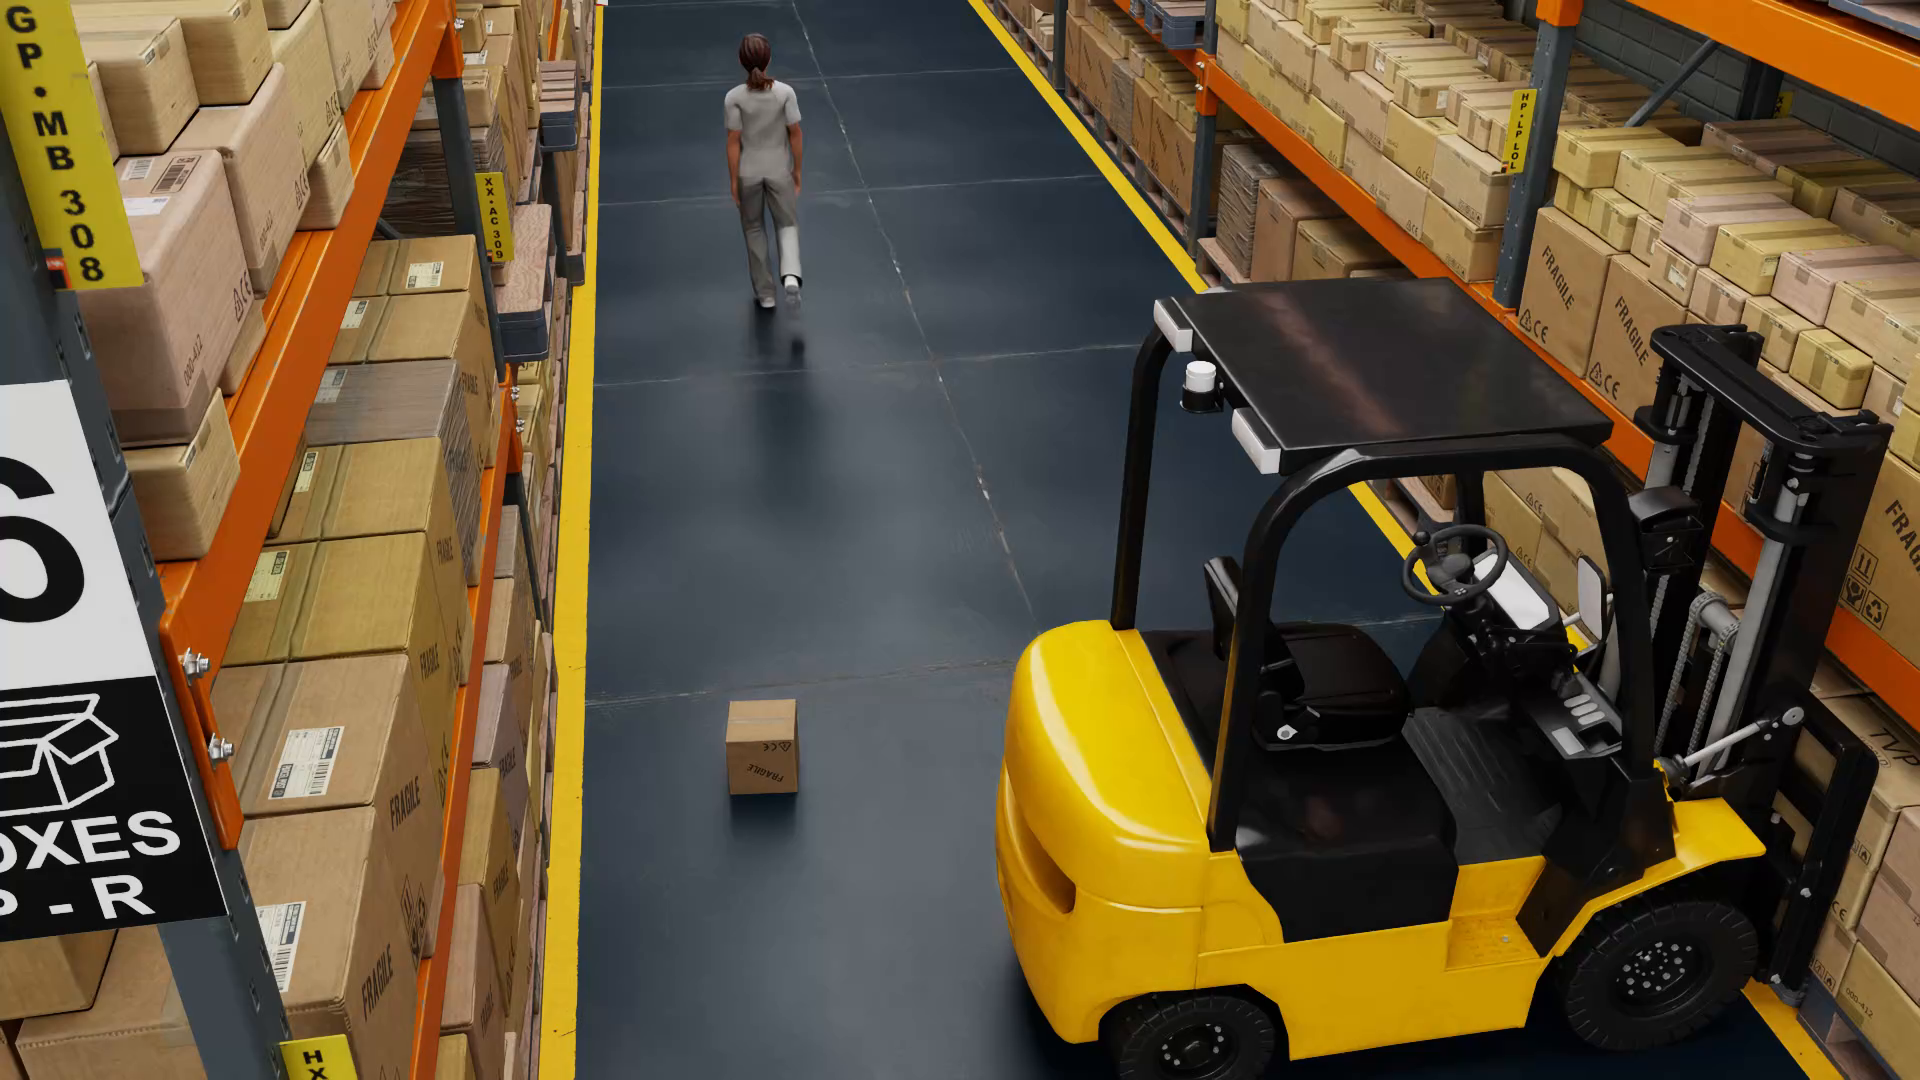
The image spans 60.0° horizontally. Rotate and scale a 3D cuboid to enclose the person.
[{"bbox_3d":[-1.118,-2.089,9.614,0.443,1.651,0.713,-6,31,-11],"label":"person"}]
